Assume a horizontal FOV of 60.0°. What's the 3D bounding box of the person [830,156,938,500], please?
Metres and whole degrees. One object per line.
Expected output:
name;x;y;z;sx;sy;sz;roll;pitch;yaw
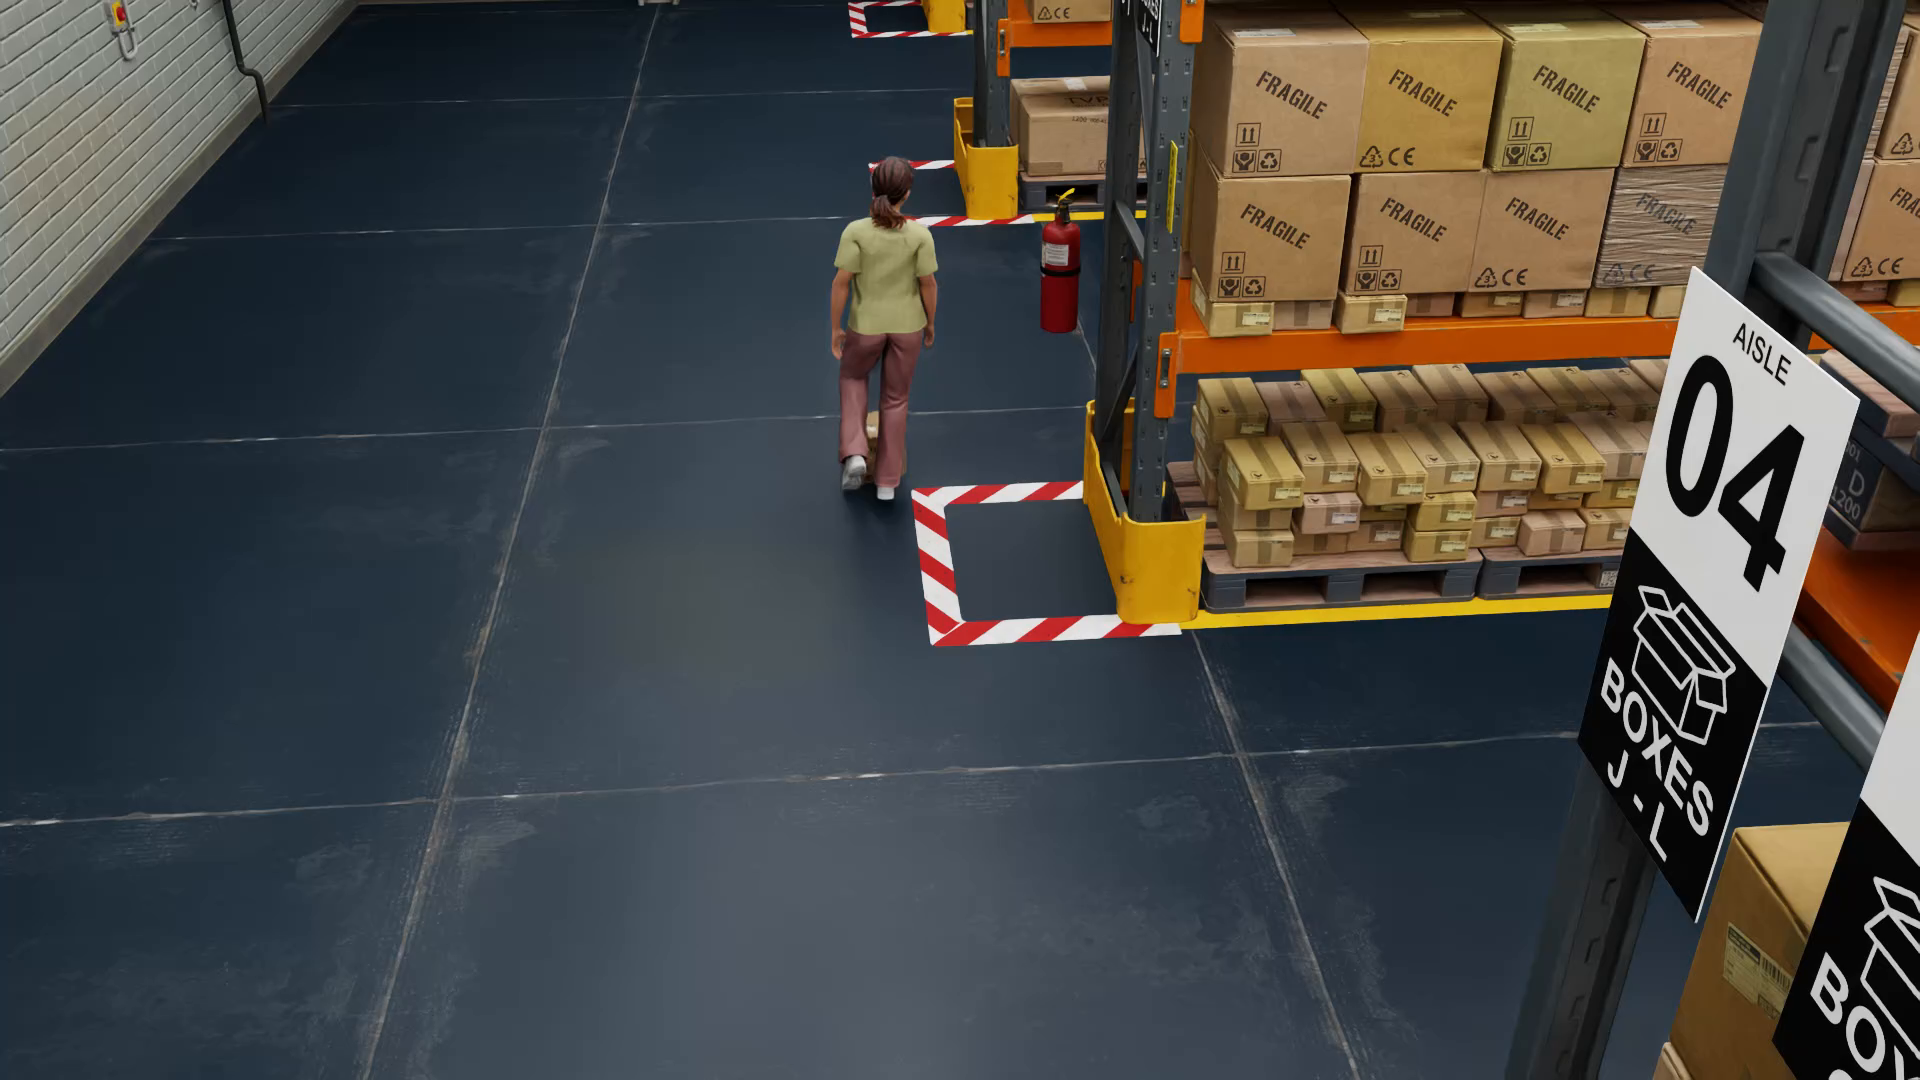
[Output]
person;-0.349;-0.972;7.705;0.498;1.661;0.467;-1;31;-2
